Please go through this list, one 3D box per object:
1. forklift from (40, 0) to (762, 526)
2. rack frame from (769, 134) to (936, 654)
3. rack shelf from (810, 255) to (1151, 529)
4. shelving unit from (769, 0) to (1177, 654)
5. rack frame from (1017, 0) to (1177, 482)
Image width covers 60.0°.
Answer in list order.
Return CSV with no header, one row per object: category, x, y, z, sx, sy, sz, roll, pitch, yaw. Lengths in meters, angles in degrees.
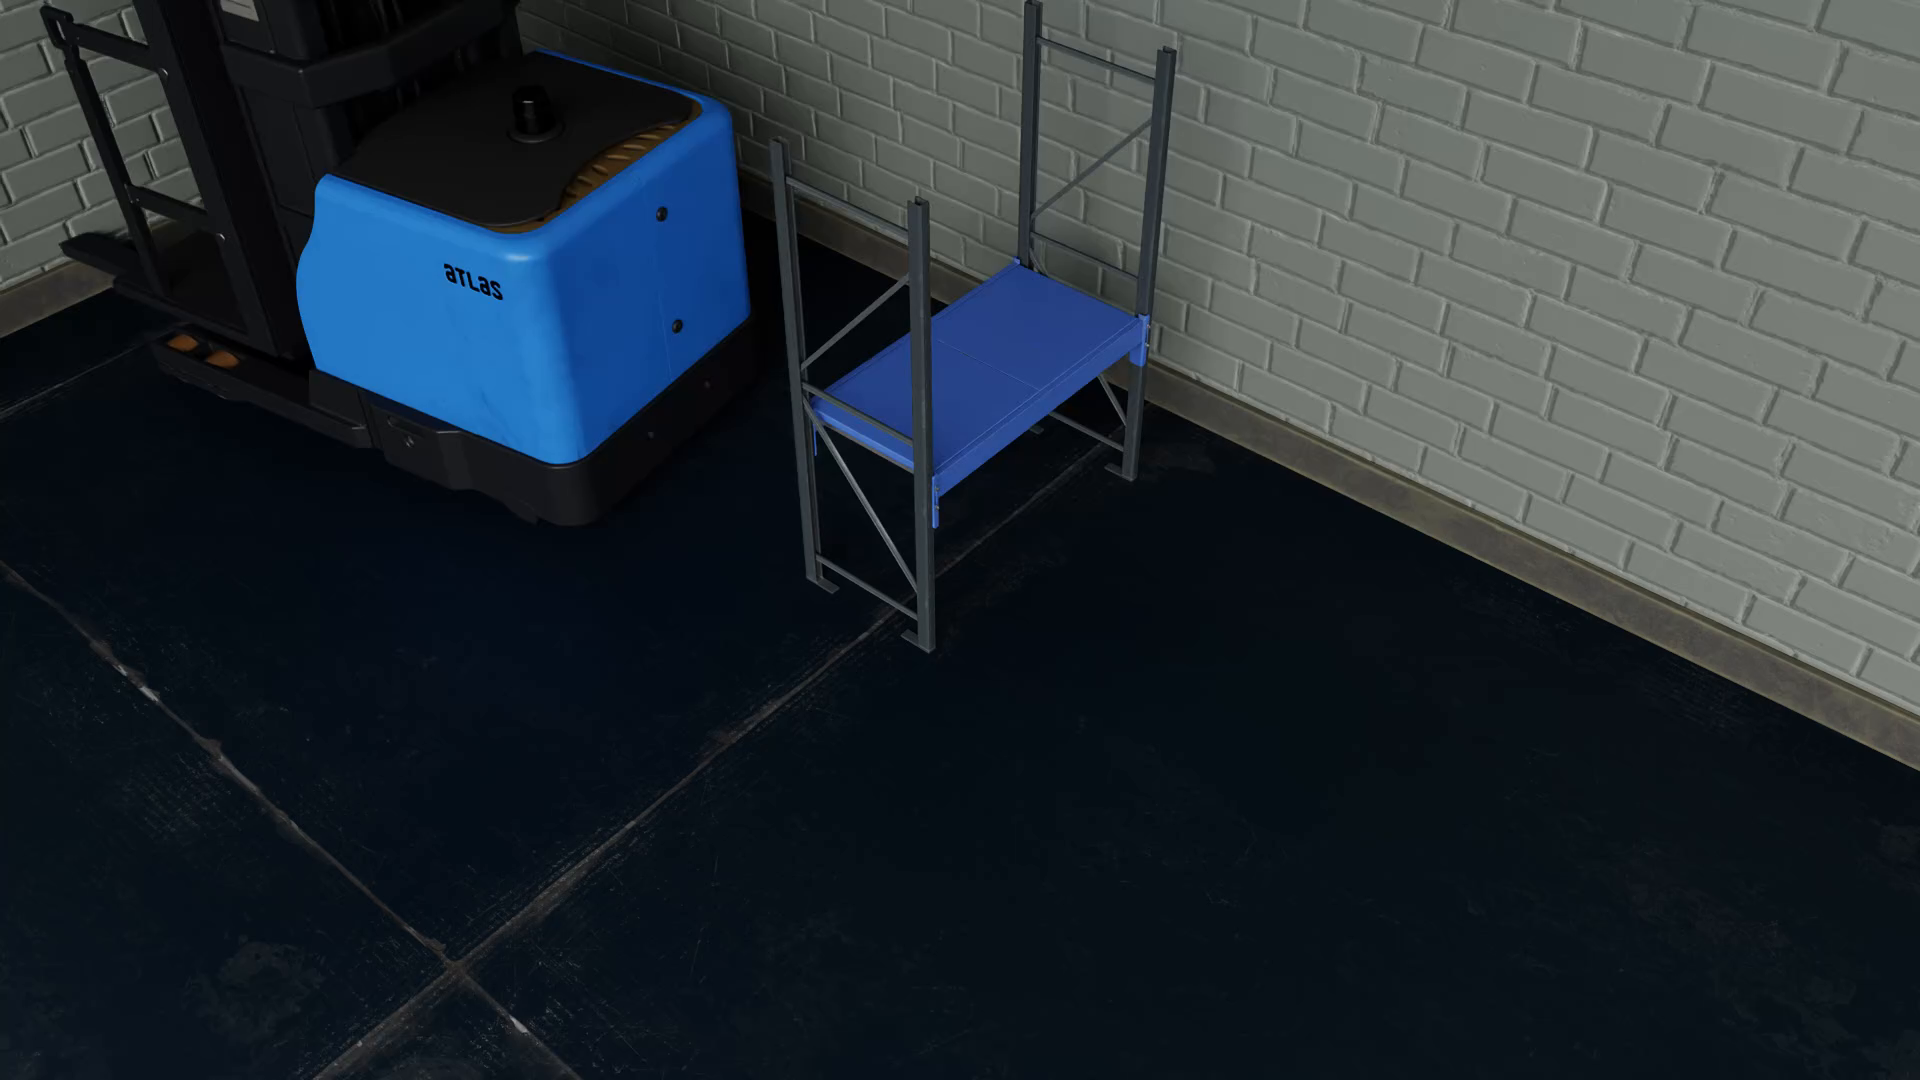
forklift,-2.228,-1.860,5.117,3.031,2.935,1.130,21,46,22
rack frame,-0.272,-0.337,4.506,0.500,1.500,0.032,29,50,28
rack shelf,0.055,-0.466,4.915,0.538,0.185,1.000,29,50,28
shelving unit,0.055,-0.599,4.794,0.538,1.500,1.048,29,50,28
rack frame,0.382,-0.861,5.082,0.500,1.500,0.032,29,50,28
